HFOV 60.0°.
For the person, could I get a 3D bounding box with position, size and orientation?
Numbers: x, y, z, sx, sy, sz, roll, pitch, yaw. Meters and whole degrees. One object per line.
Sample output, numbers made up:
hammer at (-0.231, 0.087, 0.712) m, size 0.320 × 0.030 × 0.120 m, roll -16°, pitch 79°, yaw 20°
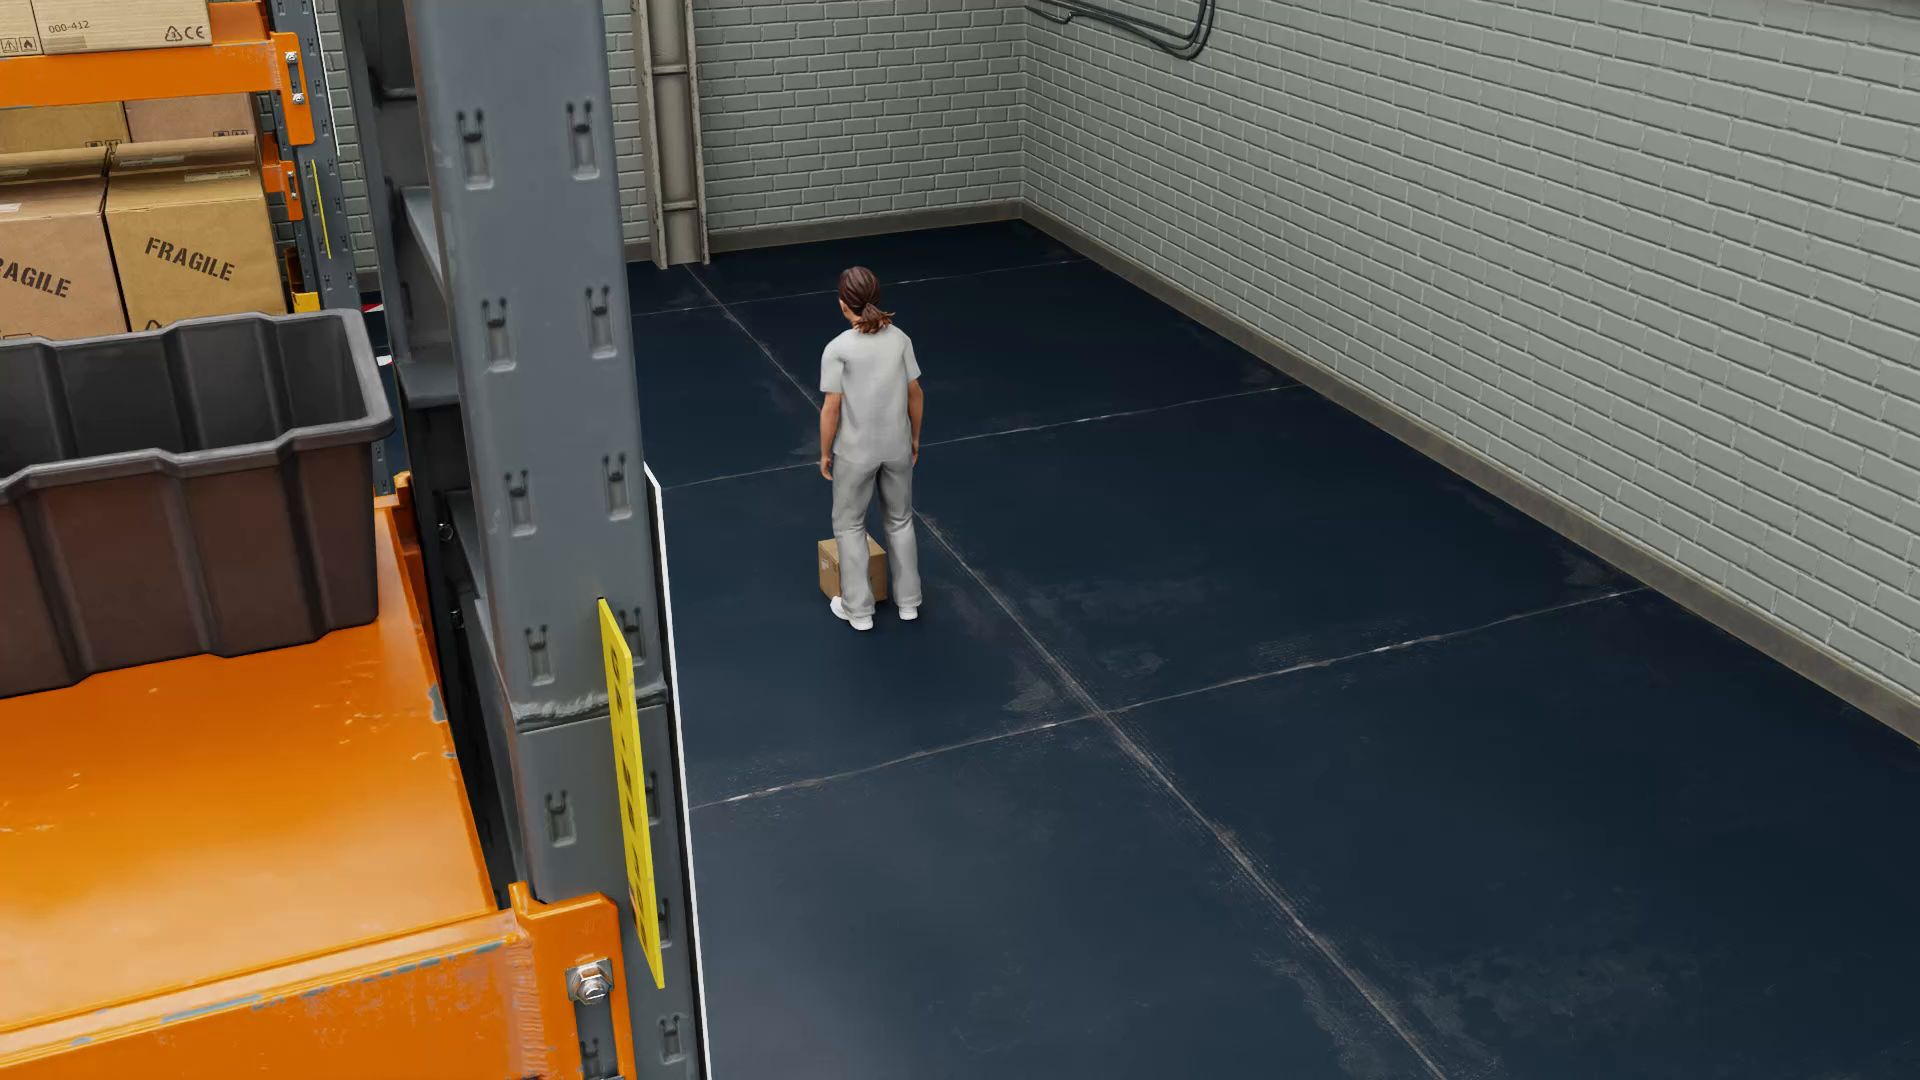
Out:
person at (-0.397, -0.396, 7.425) m, size 0.486 × 1.672 × 0.358 m, roll -11°, pitch 28°, yaw -21°
